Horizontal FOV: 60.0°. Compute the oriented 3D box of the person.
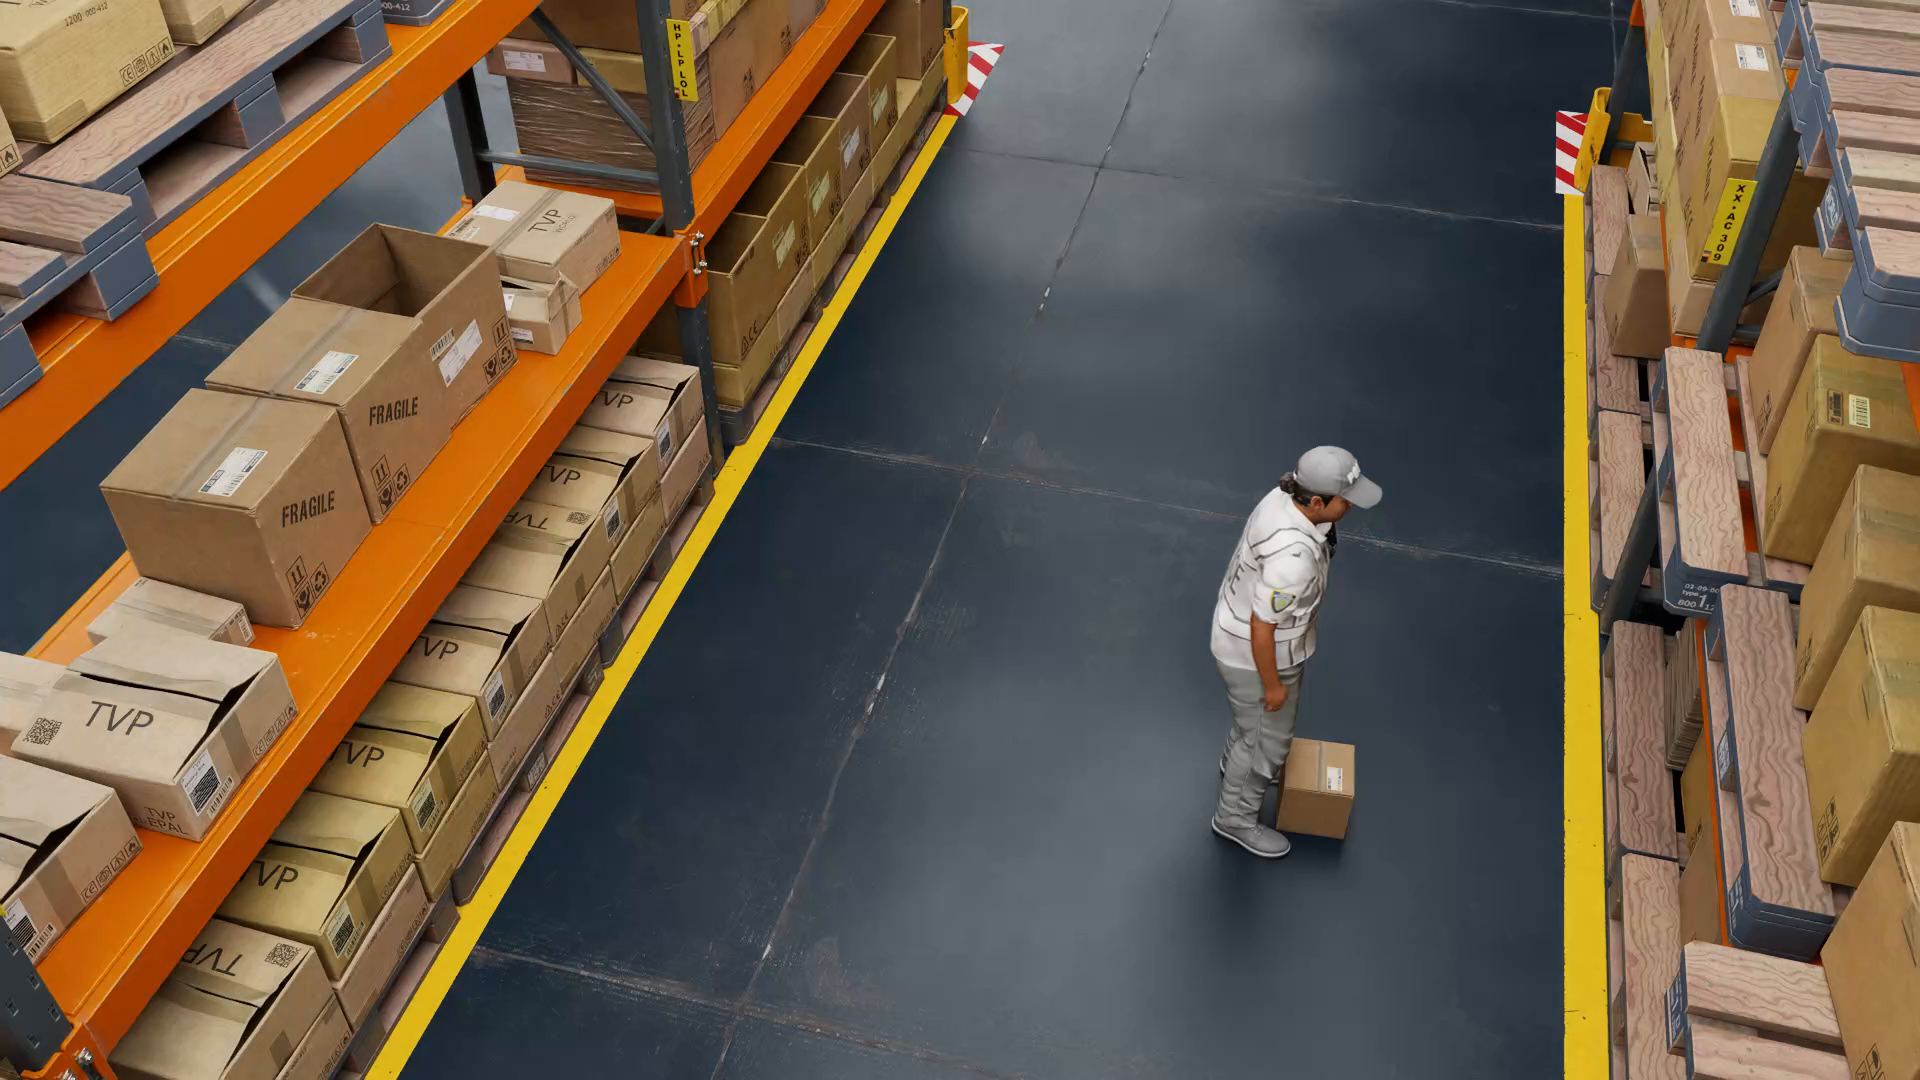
[{"bbox_3d":[1.103,0.356,5.748,0.468,1.666,0.537,10,42,11],"label":"person"}]
